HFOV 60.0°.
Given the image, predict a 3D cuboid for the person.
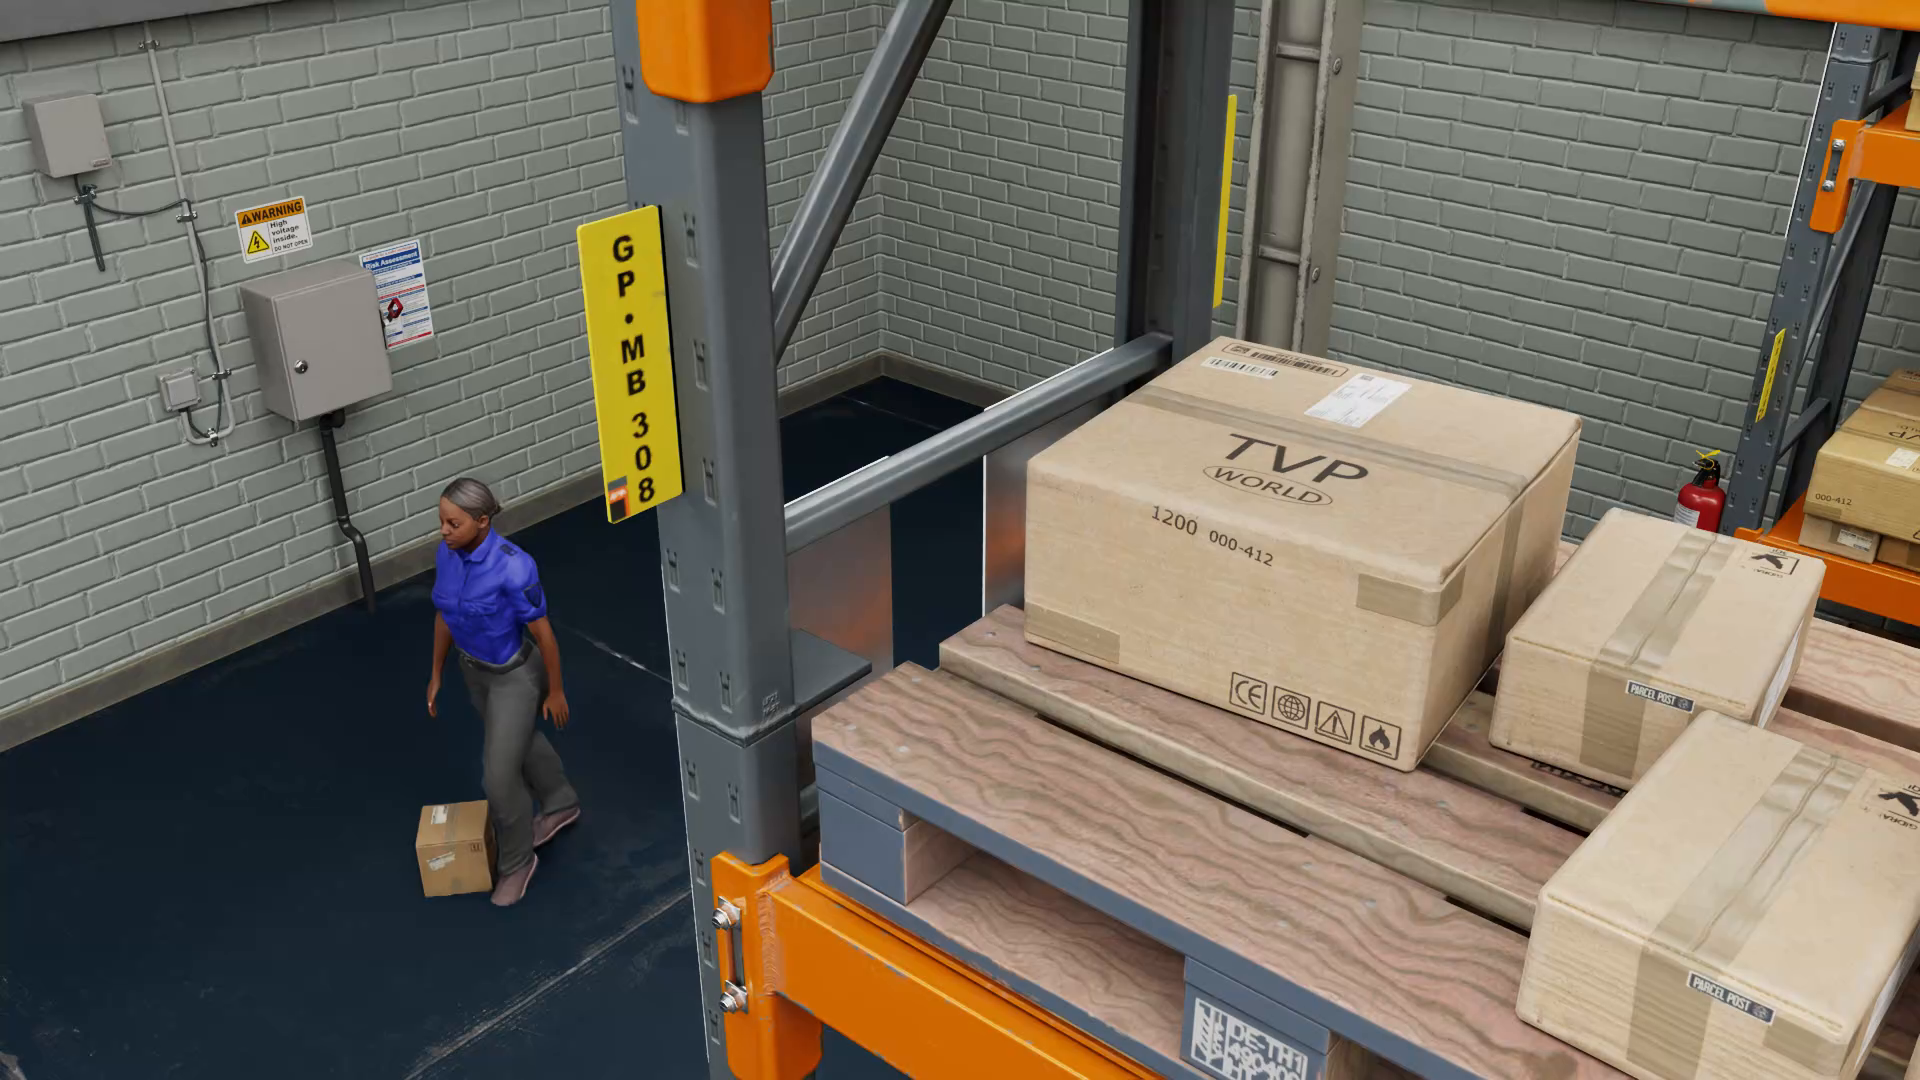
[{"bbox_3d":[-1.675,0.549,6.132,0.504,1.734,0.581,18,33,31],"label":"person"}]
